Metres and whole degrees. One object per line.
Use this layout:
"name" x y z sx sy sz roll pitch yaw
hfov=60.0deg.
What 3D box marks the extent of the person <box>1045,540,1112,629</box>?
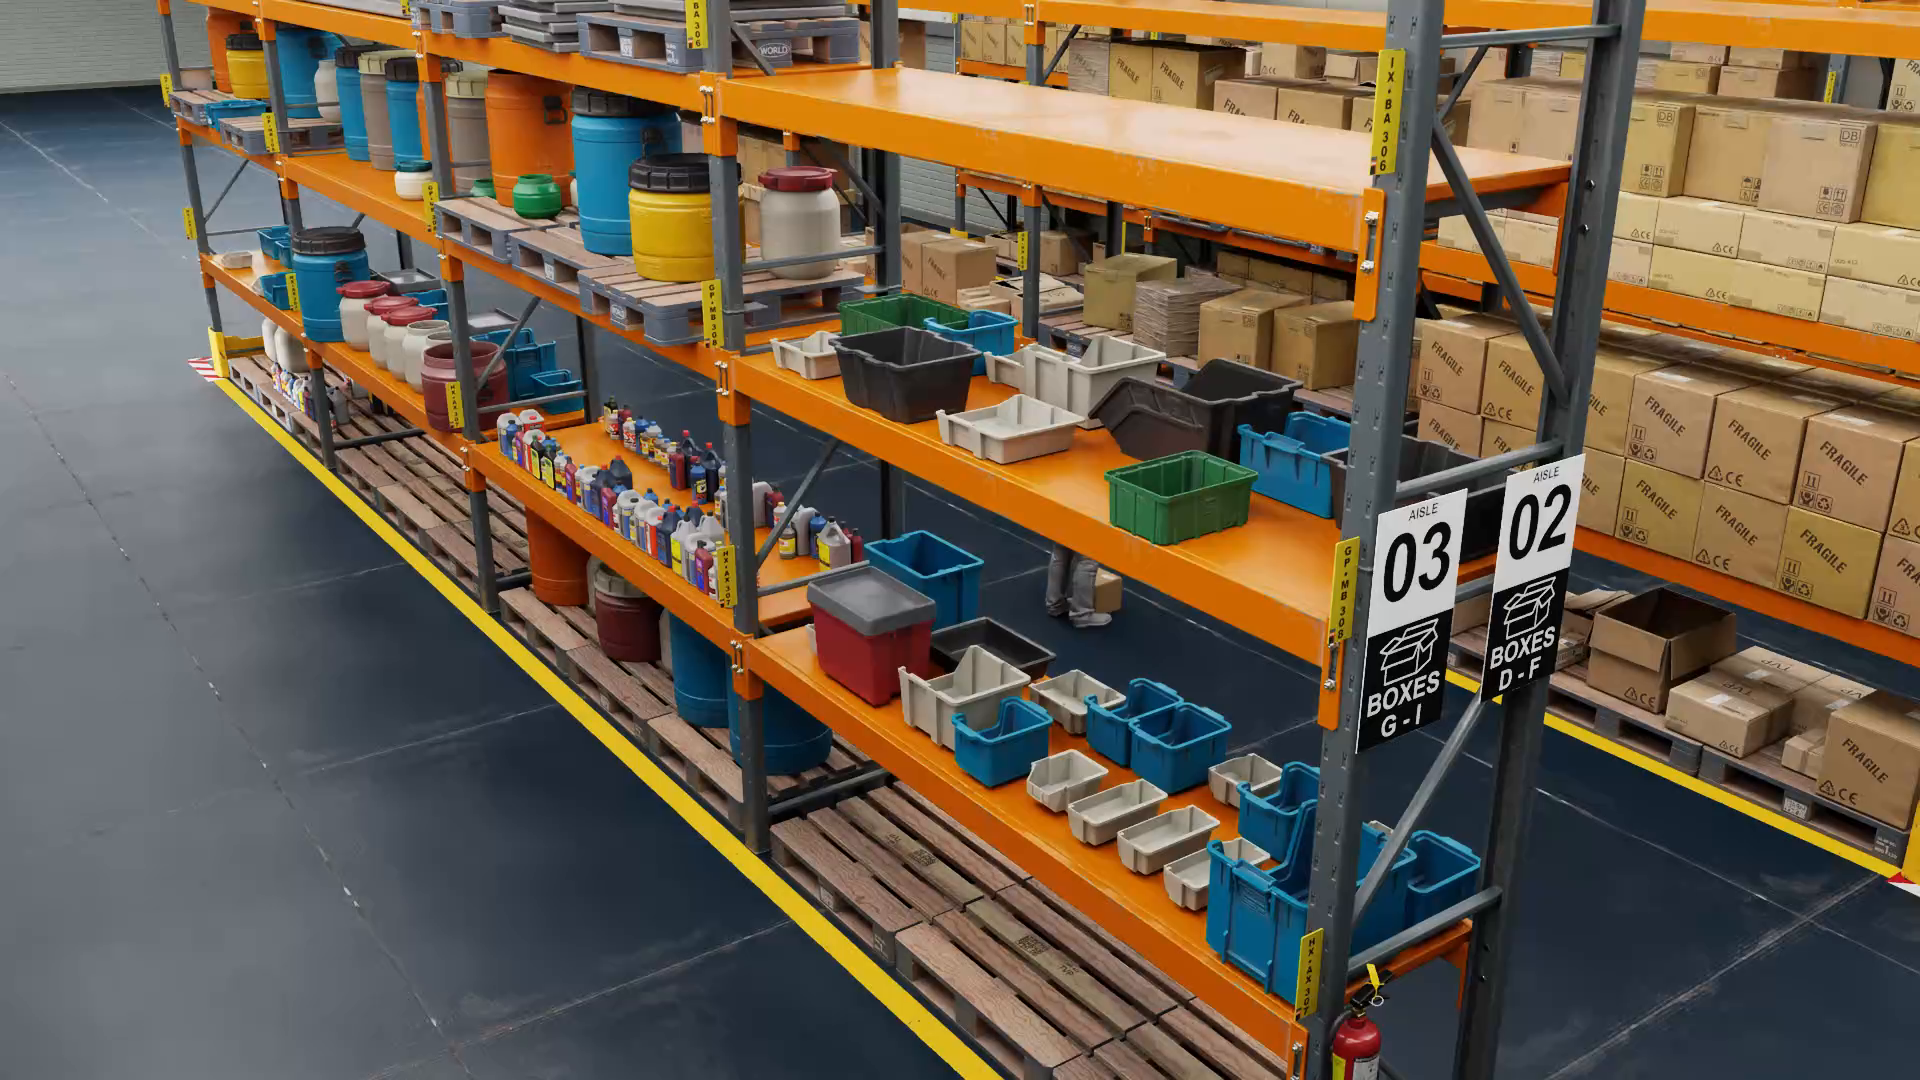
"person" 0.796 -0.267 11.737 0.466 1.769 0.579 -16 26 -35
